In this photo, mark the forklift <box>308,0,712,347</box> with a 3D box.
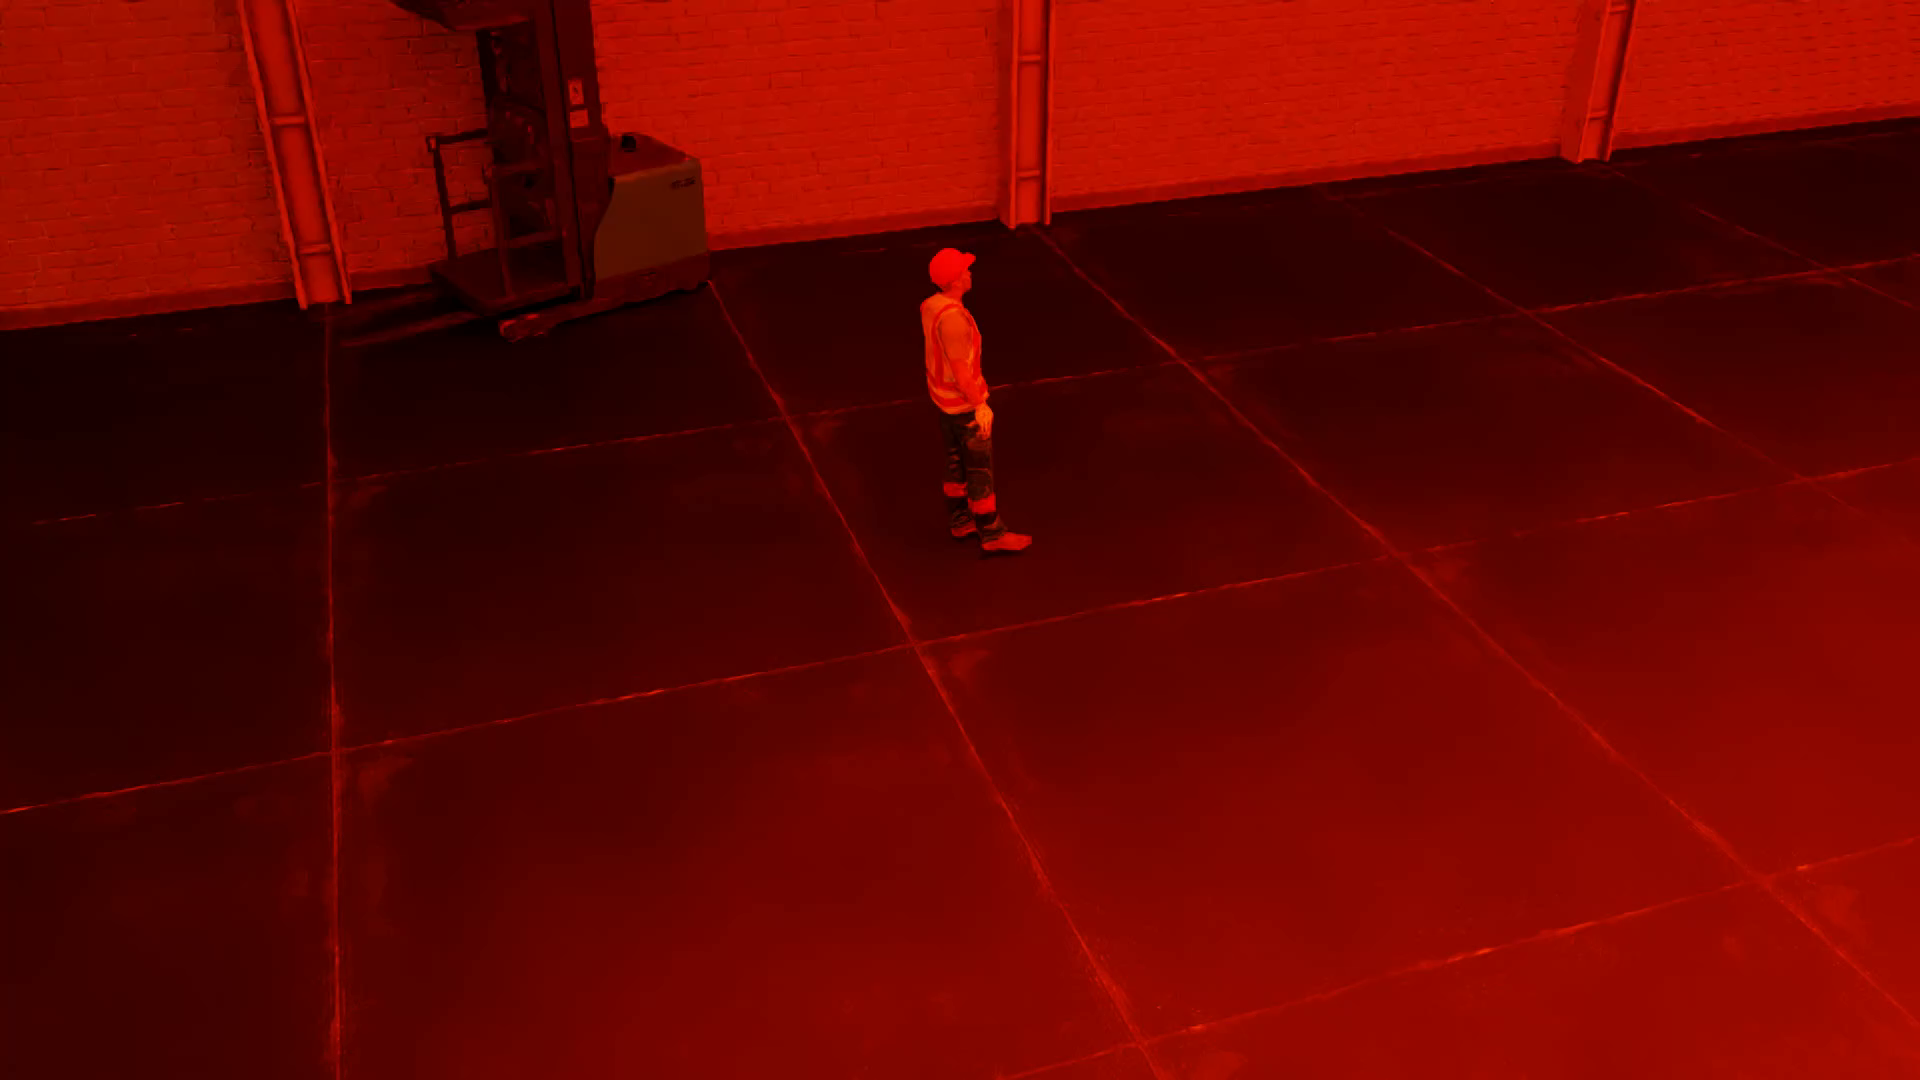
[{"bbox_3d":[-3.497,-3.074,12.430,3.031,2.935,1.130,-22,36,-33],"label":"forklift"}]

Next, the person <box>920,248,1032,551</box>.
[{"bbox_3d":[0.080,-0.824,9.570,0.563,1.787,0.637,-10,31,-16],"label":"person"}]
